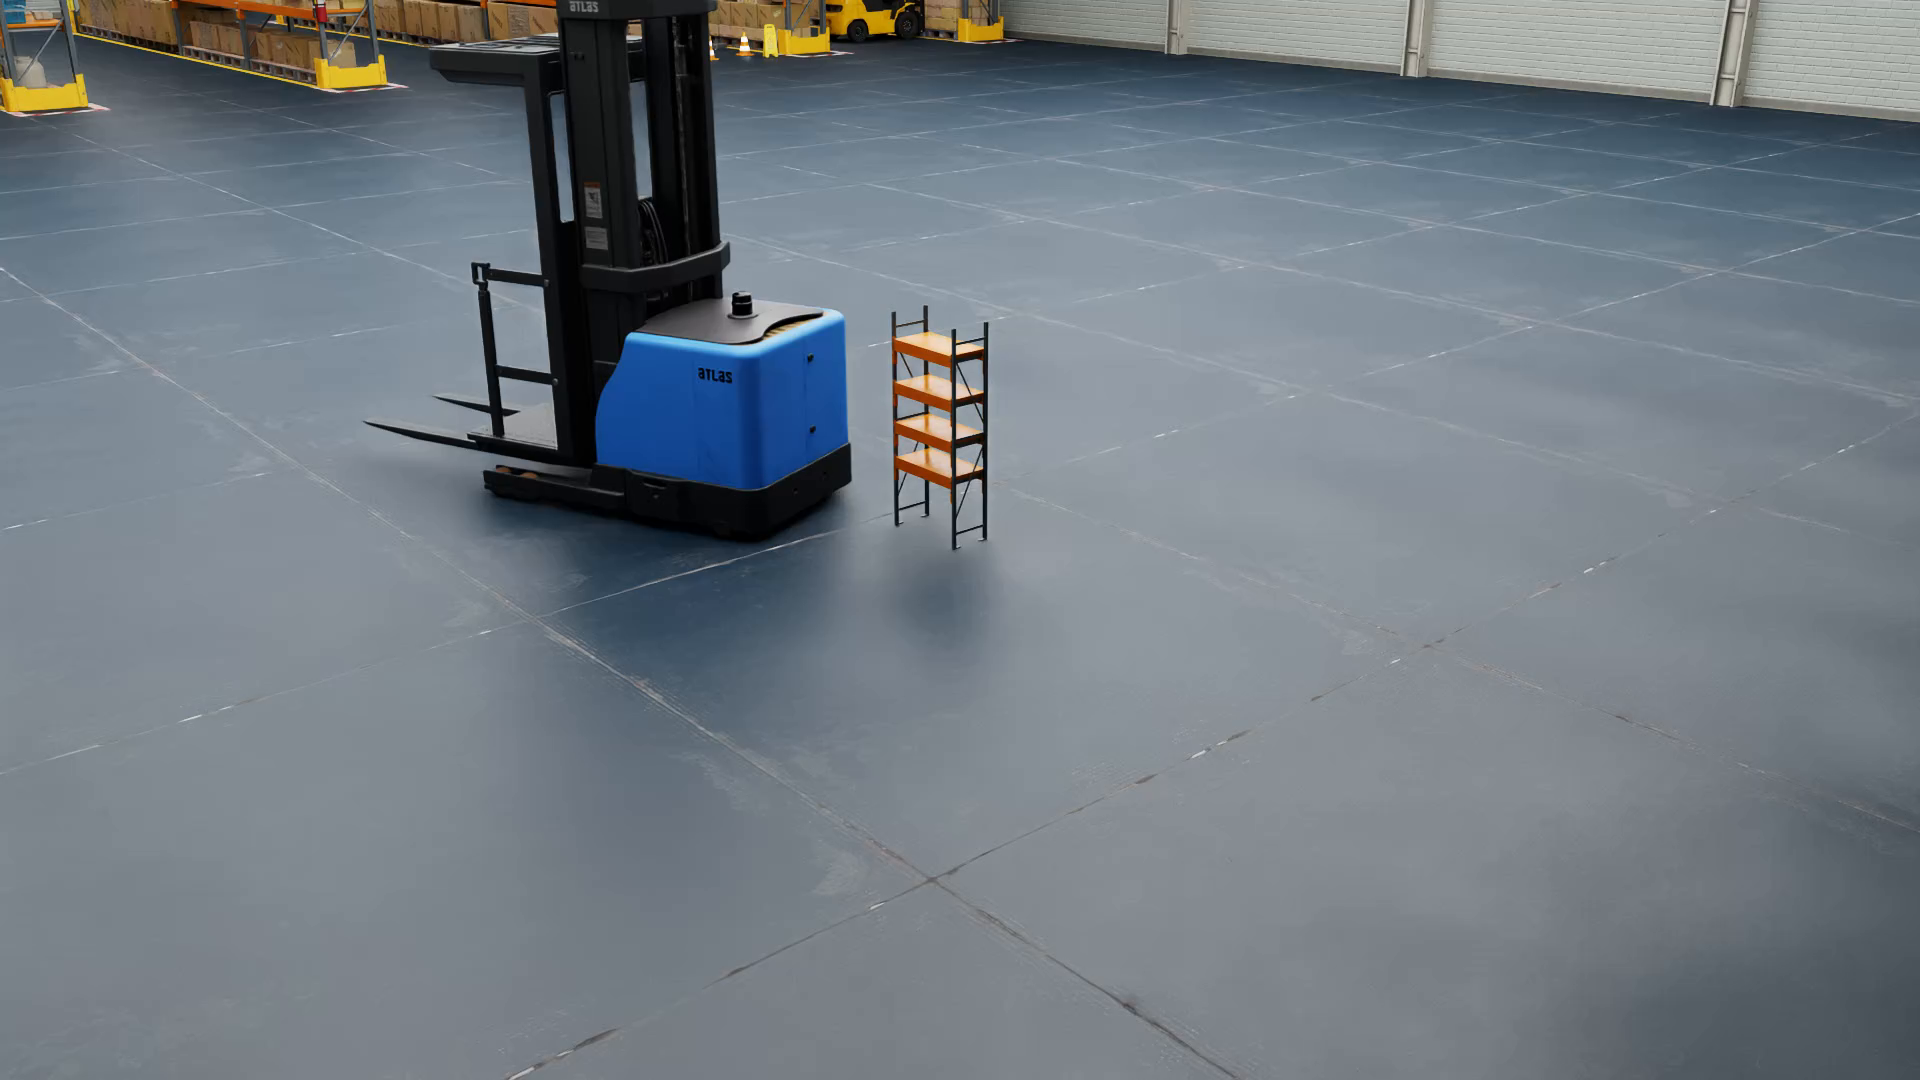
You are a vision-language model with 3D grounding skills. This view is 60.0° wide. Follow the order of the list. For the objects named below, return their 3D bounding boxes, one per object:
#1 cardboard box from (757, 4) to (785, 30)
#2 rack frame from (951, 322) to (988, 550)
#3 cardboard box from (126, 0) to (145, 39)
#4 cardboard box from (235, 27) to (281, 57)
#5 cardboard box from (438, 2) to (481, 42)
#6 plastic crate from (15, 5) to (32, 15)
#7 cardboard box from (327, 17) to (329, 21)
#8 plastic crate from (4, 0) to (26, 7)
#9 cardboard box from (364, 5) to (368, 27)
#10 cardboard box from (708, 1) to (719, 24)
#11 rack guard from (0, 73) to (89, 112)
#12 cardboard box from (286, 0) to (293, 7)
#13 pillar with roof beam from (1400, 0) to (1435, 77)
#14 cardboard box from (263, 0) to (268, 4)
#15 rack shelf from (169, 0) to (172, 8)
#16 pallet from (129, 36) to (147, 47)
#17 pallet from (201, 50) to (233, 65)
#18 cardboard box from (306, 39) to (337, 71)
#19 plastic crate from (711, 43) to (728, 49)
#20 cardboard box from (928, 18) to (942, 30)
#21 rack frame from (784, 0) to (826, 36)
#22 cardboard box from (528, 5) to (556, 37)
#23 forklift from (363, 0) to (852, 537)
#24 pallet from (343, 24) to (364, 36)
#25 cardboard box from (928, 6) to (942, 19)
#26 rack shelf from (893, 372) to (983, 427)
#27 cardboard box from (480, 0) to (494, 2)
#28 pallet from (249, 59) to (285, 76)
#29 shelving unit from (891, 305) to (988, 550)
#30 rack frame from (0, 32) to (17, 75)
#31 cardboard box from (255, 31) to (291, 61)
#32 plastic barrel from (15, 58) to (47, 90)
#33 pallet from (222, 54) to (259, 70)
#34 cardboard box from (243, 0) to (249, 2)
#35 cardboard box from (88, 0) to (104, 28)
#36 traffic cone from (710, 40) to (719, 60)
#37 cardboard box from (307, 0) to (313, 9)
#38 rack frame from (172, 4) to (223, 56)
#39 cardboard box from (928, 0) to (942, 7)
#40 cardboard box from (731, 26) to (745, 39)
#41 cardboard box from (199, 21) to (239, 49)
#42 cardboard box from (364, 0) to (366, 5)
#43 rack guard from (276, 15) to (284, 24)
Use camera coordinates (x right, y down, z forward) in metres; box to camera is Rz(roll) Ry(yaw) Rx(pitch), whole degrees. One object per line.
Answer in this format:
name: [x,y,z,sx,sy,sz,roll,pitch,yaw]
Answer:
cardboard box: [-4.009,-11.273,35.819,0.500,0.500,0.500,-17,27,-37]
rack frame: [0.051,-0.537,8.710,0.240,1.200,0.015,-17,27,-37]
cardboard box: [-17.613,-11.593,36.807,1.225,0.875,0.875,-19,28,-39]
cardboard box: [-13.792,-9.811,32.744,0.500,0.500,0.700,20,29,41]
cardboard box: [-10.684,-11.314,36.265,1.050,0.750,0.750,-17,27,-37]
plastic crate: [-15.908,-8.905,27.968,0.530,0.136,0.437,-17,27,-37]
cardboard box: [-15.648,-13.003,41.403,0.380,0.149,0.250,-19,28,-39]
plastic crate: [-16.232,-9.106,28.323,0.499,0.251,0.616,-17,27,-37]
cardboard box: [-13.826,-12.435,39.472,0.500,0.500,0.500,-17,27,-37]
cardboard box: [-5.361,-11.846,37.283,0.500,0.500,0.500,-16,27,-35]
rack guard: [-14.634,-7.157,26.571,1.175,0.500,0.348,-17,27,-37]
cardboard box: [-11.967,-9.744,30.094,0.380,0.149,0.250,-17,27,-37]
pillar with roof beam: [5.269,-11.892,27.007,9.100,9.000,0.400,-17,27,-37]
cardboard box: [-12.660,-10.008,30.767,0.380,0.149,0.250,-17,27,-37]
rack shelf: [-17.324,-11.918,36.286,1.077,0.370,4.000,-17,27,-37]
pallet: [-18.069,-11.312,37.575,1.003,0.211,1.213,-17,27,-37]
pallet: [-14.717,-9.849,33.840,1.003,0.211,1.213,-17,27,-37]
cardboard box: [-11.608,-8.855,30.331,0.500,0.500,0.500,-10,23,-24]
plastic crate: [-5.496,-10.966,36.872,0.583,0.080,0.402,12,24,27]
cardboard box: [-0.394,-12.141,39.064,0.500,0.250,0.500,-17,27,-37]
rack frame: [-3.289,-11.849,35.124,1.000,3.000,0.127,-17,27,-37]
cardboard box: [-8.042,-10.263,33.412,0.875,0.875,0.875,-18,28,-38]
forklift: [-2.178,-1.744,9.418,3.031,2.935,1.130,11,24,25]
pallet: [-14.297,-12.445,40.469,1.003,0.211,1.213,-17,27,-37]
cardboard box: [-0.405,-12.381,38.991,0.500,0.250,0.500,-18,28,-38]
rack shelf: [-0.108,-0.750,8.825,0.258,0.148,0.480,-17,27,-37]
cardboard box: [-12.623,-14.863,45.756,0.875,0.438,0.875,-17,27,-36]
pallet: [-12.942,-9.120,31.978,1.003,0.211,1.213,-17,27,-37]
shelving unit: [-0.108,-0.604,8.882,0.258,1.200,0.503,-17,27,-37]
rack frame: [-17.160,-9.416,28.912,1.000,3.000,0.127,-17,27,-37]
cardboard box: [-13.177,-9.507,31.995,0.500,0.500,0.500,-18,28,-39]
plastic barrel: [-15.036,-7.512,26.885,0.421,0.512,0.421,0,21,0]
pallet: [-13.917,-9.512,32.979,1.003,0.211,1.213,-17,27,-37]
cardboard box: [-13.342,-10.275,31.449,0.380,0.149,0.250,-17,27,-37]
cardboard box: [-20.168,-12.708,39.653,0.875,0.875,0.875,-17,27,-37]
traffic cone: [-5.166,-10.121,34.191,0.336,0.463,0.334,-17,27,-37]
cardboard box: [-11.302,-9.472,29.399,0.380,0.149,0.250,-17,27,-37]
rack frame: [-16.018,-11.700,34.744,1.000,3.000,0.127,-17,27,-37]
cardboard box: [-0.406,-12.605,38.878,0.500,0.250,0.500,-17,27,-36]
cardboard box: [-4.698,-11.212,36.691,0.500,0.250,0.500,-19,28,-39]
cardboard box: [-15.194,-10.411,34.275,0.500,0.500,0.700,20,29,41]
cardboard box: [-13.845,-12.784,39.333,0.500,0.250,0.500,-16,27,-35]
rack guard: [-17.367,-13.879,43.733,1.175,0.500,0.348,-17,27,-37]
